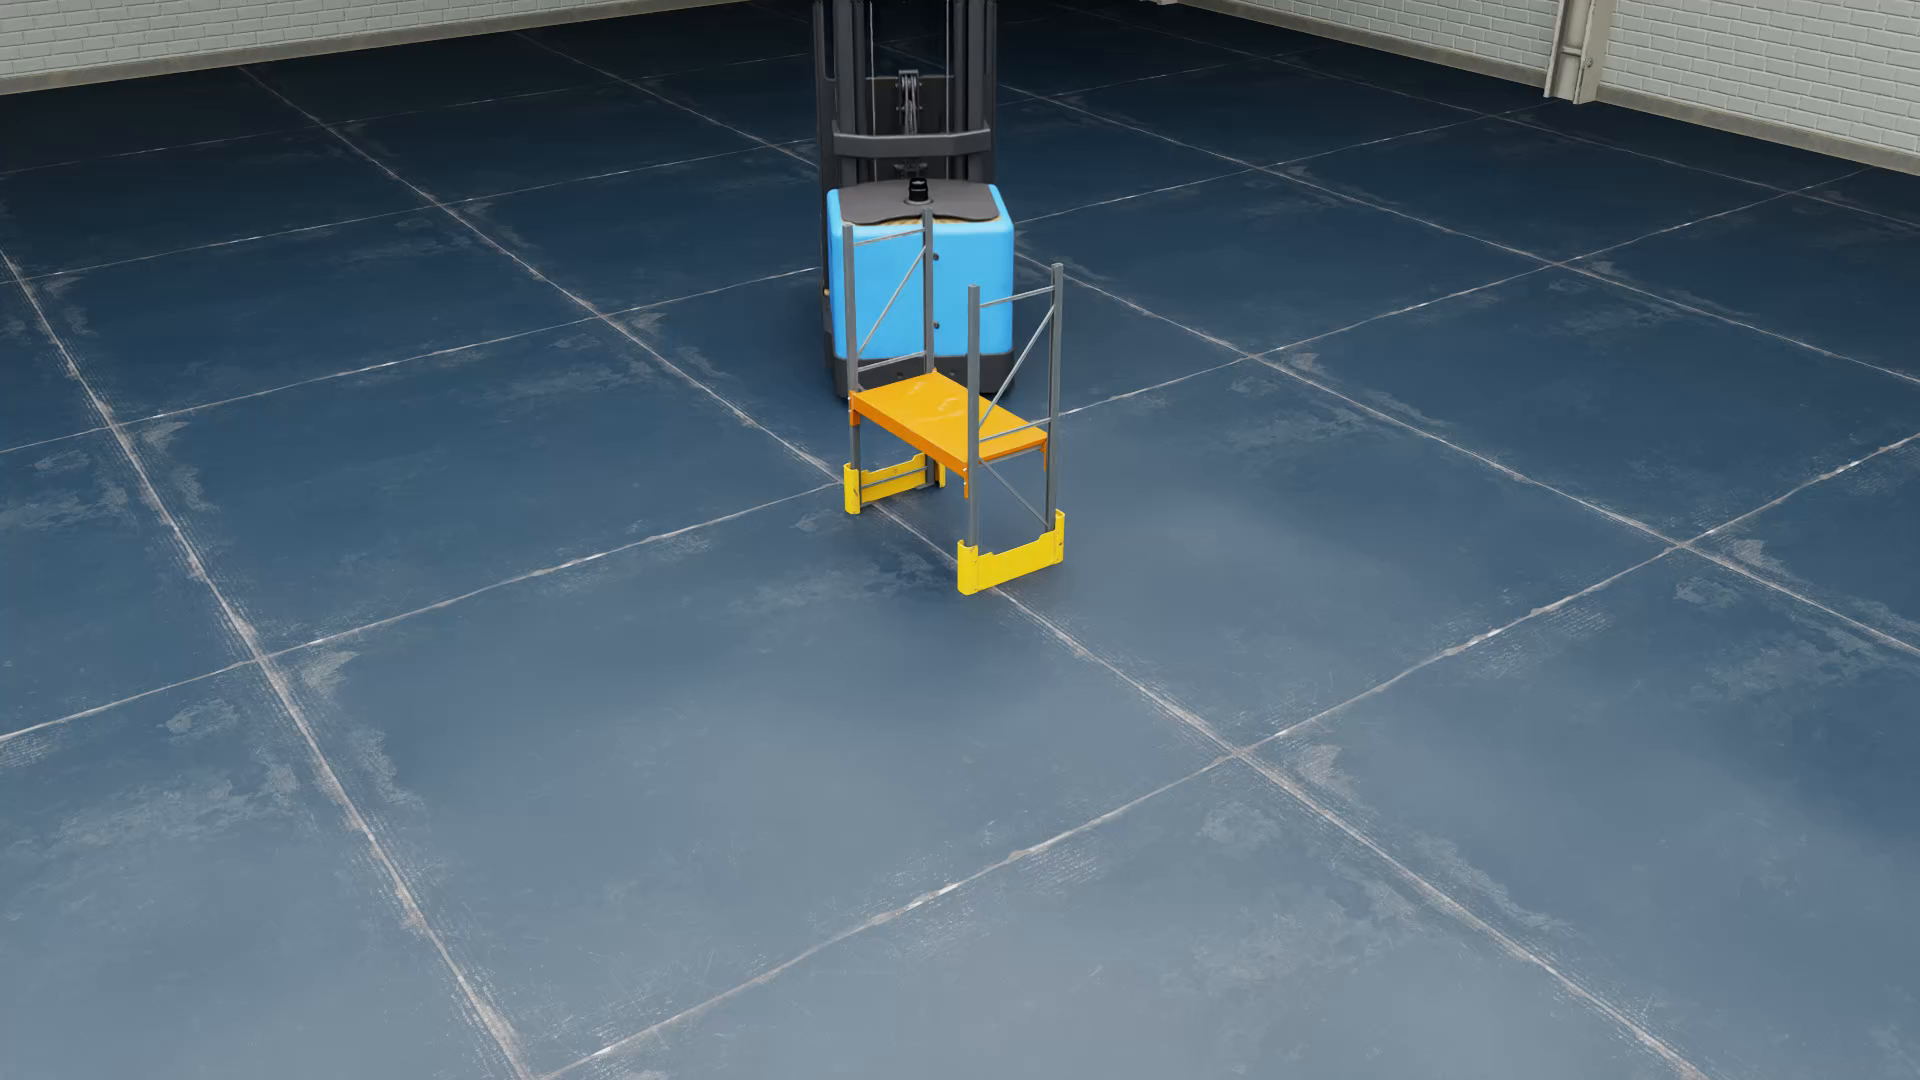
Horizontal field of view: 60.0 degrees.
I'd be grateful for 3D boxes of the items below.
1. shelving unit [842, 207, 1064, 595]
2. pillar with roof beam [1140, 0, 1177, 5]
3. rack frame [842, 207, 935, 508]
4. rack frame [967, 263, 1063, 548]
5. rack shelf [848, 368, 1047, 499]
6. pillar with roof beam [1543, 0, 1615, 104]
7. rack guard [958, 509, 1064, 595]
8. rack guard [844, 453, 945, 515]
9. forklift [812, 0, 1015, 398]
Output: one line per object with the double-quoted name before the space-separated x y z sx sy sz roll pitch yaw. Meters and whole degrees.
"shelving unit" -0.044 -0.689 7.947 0.587 1.500 1.083 -19 34 -31
"pillar with roof beam" -1.061 -9.389 16.109 9.100 9.000 0.400 -19 34 -31
"rack frame" -0.344 -0.890 8.317 0.500 1.500 0.032 -19 34 -31
"rack frame" 0.245 -0.495 7.589 0.500 1.500 0.032 -19 34 -31
"rack shelf" -0.049 -0.534 8.039 0.538 0.185 1.000 -19 34 -31
"pillar with roof beam" 2.419 -7.056 11.814 9.100 9.000 0.400 -19 34 -31
"rack guard" 0.245 0.054 7.888 0.587 0.250 0.087 -19 34 -31
"rack guard" -0.333 -0.333 8.601 0.587 0.250 0.087 -19 34 -31
"forklift" -0.354 -2.780 10.299 1.130 2.935 3.031 -3 29 -5
